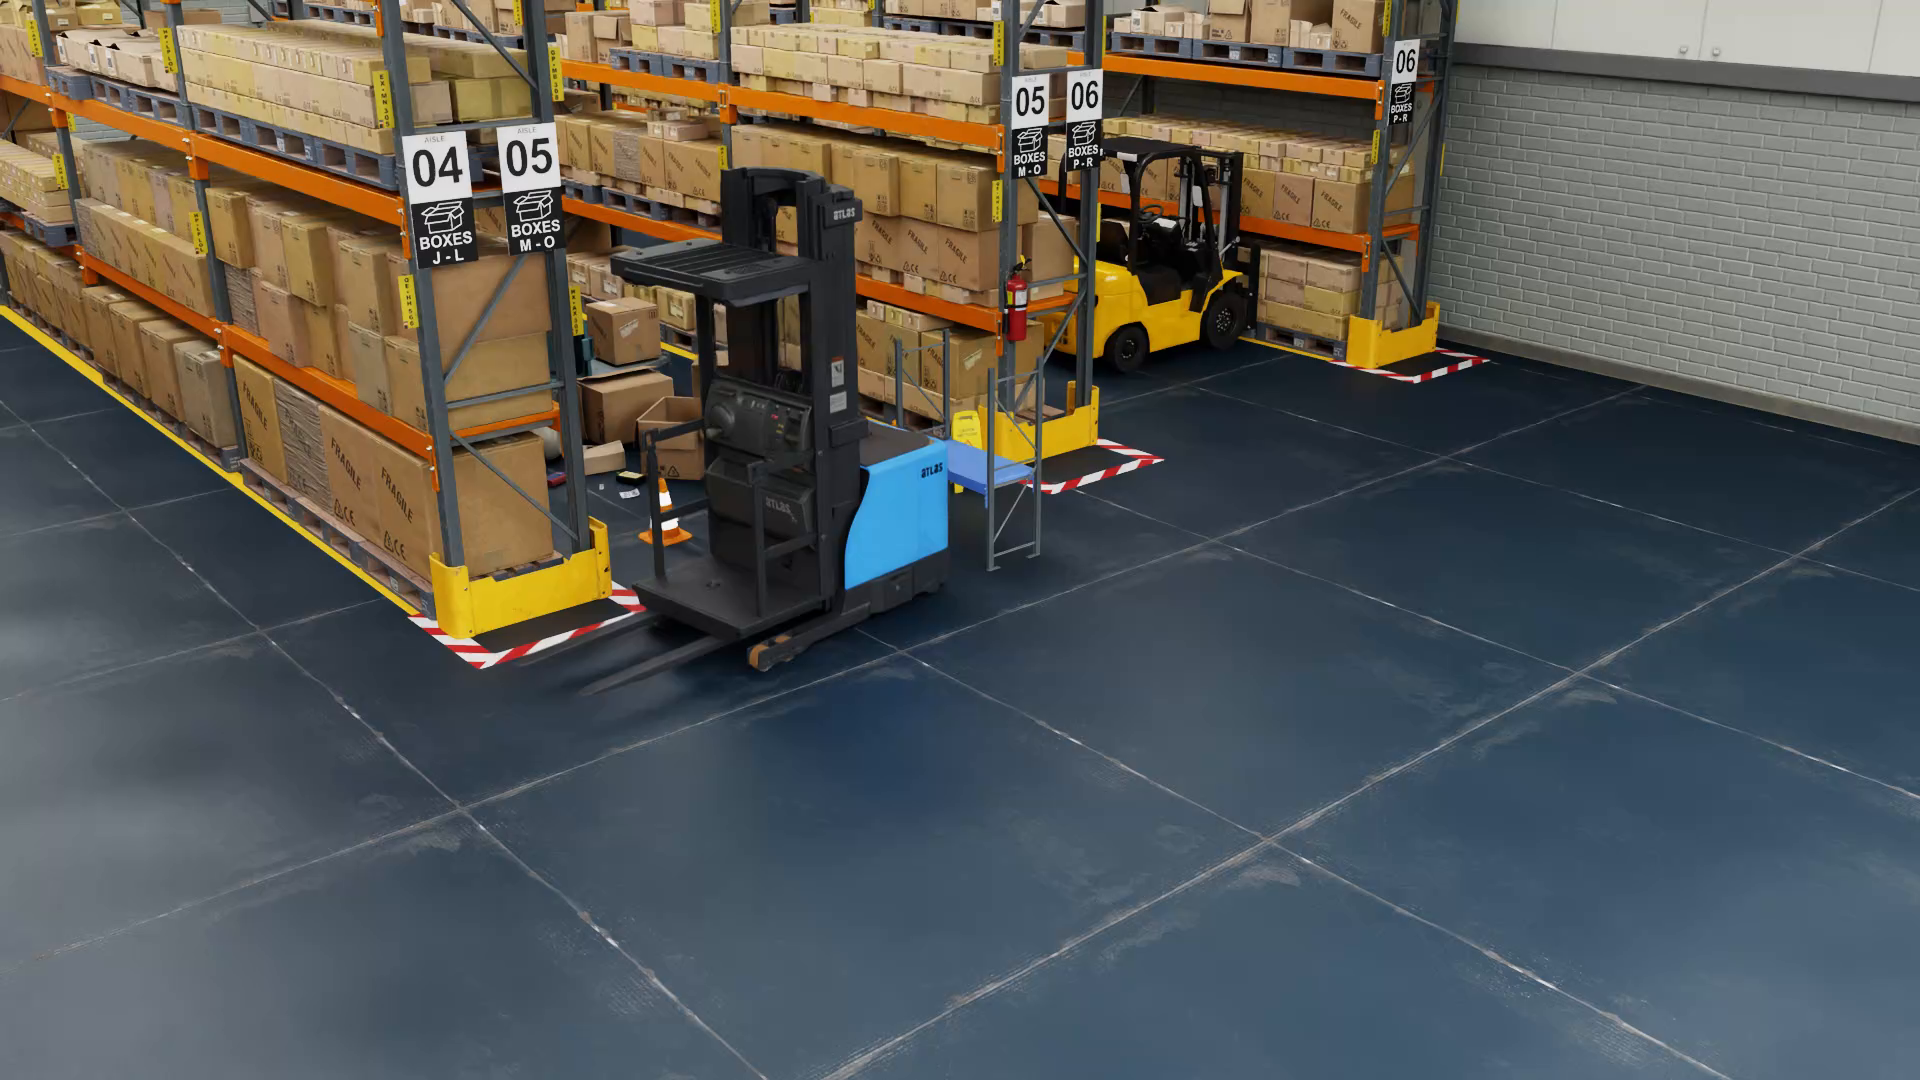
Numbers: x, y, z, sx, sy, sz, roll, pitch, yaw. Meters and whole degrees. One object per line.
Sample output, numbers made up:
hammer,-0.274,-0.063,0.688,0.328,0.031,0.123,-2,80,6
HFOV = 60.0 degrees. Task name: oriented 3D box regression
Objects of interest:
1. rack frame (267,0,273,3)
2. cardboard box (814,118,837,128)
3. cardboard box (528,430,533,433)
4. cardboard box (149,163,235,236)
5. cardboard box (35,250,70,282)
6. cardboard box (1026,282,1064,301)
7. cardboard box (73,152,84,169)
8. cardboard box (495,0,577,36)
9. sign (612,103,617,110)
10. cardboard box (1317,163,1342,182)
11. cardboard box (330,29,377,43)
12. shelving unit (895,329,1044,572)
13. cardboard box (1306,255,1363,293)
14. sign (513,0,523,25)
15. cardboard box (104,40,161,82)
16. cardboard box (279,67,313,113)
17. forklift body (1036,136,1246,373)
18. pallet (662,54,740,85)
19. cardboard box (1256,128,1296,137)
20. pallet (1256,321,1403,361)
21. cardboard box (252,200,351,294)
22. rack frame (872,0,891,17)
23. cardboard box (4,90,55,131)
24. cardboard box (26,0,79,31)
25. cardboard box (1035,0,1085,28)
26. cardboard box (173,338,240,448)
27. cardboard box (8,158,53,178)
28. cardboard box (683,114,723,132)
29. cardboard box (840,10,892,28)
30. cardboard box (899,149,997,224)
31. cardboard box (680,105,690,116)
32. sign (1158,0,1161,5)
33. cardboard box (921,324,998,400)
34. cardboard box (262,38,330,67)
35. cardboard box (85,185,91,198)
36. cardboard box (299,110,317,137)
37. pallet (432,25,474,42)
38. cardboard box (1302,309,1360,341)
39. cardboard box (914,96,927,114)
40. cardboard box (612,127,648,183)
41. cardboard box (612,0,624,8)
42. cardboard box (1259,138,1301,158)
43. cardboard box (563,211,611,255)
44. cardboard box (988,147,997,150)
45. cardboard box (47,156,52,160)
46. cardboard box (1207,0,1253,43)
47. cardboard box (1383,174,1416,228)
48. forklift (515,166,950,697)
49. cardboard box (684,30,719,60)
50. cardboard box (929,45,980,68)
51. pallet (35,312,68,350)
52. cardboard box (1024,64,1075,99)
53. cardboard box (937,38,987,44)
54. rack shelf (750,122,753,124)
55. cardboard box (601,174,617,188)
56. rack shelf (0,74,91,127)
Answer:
rack frame,-9.712,-9.353,24.025,1.000,3.000,0.127,-17,27,-37
cardboard box,-1.666,-5.872,22.993,0.500,0.250,0.500,-19,28,-40
cardboard box,-3.772,-0.691,13.558,0.500,0.500,0.500,-12,25,-28
cardboard box,-6.558,-2.967,14.439,0.700,0.500,0.500,-17,27,-37
cardboard box,-9.477,-2.932,17.679,0.500,0.250,0.500,-17,27,-36
cardboard box,0.667,-2.165,14.244,0.380,0.149,0.250,-17,27,-37
cardboard box,-9.188,-4.035,17.626,0.380,0.149,0.250,-16,27,-36
cardboard box,-4.850,-6.058,19.007,0.797,0.503,0.637,-20,29,-41
sign,-4.085,-4.983,19.615,0.100,0.325,0.005,-17,27,-37
cardboard box,3.862,-3.763,16.952,0.380,0.149,0.250,-17,27,-37
cardboard box,-4.260,-3.557,11.878,0.380,0.149,0.250,-18,28,-38
shelving unit,0.056,-0.675,12.150,0.538,1.500,1.048,-17,27,-37
cardboard box,3.953,-2.756,17.230,0.500,0.250,0.500,-16,27,-36
sign,-4.916,-5.894,18.488,0.100,0.325,0.005,-17,27,-37
cardboard box,-6.874,-4.067,14.051,0.500,0.311,0.500,-19,28,-39
cardboard box,-4.136,-2.986,10.967,0.500,0.250,0.500,-18,27,-38
forklift body,1.870,-3.016,17.236,2.313,2.155,1.214,-17,27,-37
pallet,-2.201,-4.749,16.641,1.213,0.211,1.003,-17,27,-37
cardboard box,3.445,-4.387,18.136,0.380,0.149,0.250,-17,27,-37
pallet,3.959,-2.225,17.874,1.003,0.211,1.213,-17,27,-37
cardboard box,-4.653,-2.194,12.287,0.875,0.550,0.550,-17,27,-37
rack frame,-0.732,-8.325,21.401,1.000,3.000,0.127,-17,27,-37
cardboard box,-10.895,-5.081,19.429,0.500,0.500,0.500,-17,27,-36
cardboard box,-8.635,-4.993,15.818,0.396,0.266,0.258,-17,27,-37
cardboard box,1.222,-6.166,19.410,0.500,0.311,0.500,-19,28,-39
cardboard box,-6.036,-1.336,14.291,1.050,0.750,0.750,-18,27,-38
cardboard box,-9.505,-3.808,17.047,0.380,0.149,0.250,-17,27,-37
cardboard box,-2.705,-4.417,17.637,0.380,0.149,0.250,-16,26,-35
cardboard box,-1.251,-6.943,22.190,0.500,0.250,0.500,-19,28,-39
cardboard box,-0.091,-3.020,14.167,0.700,0.500,0.500,-17,27,-37
cardboard box,-4.117,-6.681,25.773,0.380,0.149,0.250,-17,27,-36
sign,2.298,-6.234,19.356,0.100,0.325,0.005,-17,27,-37
cardboard box,0.012,-1.563,14.527,0.500,0.500,0.500,-17,27,-37
cardboard box,-4.425,-3.260,11.118,0.380,0.149,0.250,-17,27,-37
cardboard box,-9.018,-3.689,17.558,0.380,0.149,0.250,-16,27,-36
cardboard box,-4.090,-2.747,10.903,0.380,0.149,0.250,-18,28,-38
pallet,-5.683,-6.132,20.172,1.003,0.211,1.213,-16,26,-35
cardboard box,3.944,-2.292,17.416,0.500,0.250,0.500,-17,27,-37
cardboard box,-0.163,-3.679,13.996,0.380,0.149,0.250,-17,27,-37
cardboard box,-3.354,-4.123,17.777,0.500,0.500,0.500,-19,28,-39
cardboard box,-5.315,-8.574,26.492,0.380,0.149,0.250,-18,27,-38
cardboard box,3.360,-4.116,17.446,0.380,0.149,0.250,-17,27,-36
cardboard box,-4.878,-3.766,20.324,0.875,0.875,0.875,-18,28,-38
cardboard box,0.694,-4.948,20.523,0.500,0.250,0.500,-17,27,-36
cardboard box,-9.861,-4.186,18.420,0.380,0.149,0.250,-19,28,-39
cardboard box,3.071,-5.550,17.575,0.797,0.503,0.637,-16,27,-36
cardboard box,4.377,-3.571,17.352,0.500,0.500,0.500,-16,27,-36
forklift,-1.421,-0.751,10.383,1.130,2.935,3.031,18,28,38
cardboard box,-2.370,-4.894,16.382,0.500,0.250,0.500,-18,28,-38
cardboard box,-0.032,-3.960,13.619,0.380,0.149,0.250,-18,28,-38
pallet,-9.475,-2.398,18.317,1.003,0.211,1.213,-17,27,-37
cardboard box,0.606,-3.807,13.775,0.500,0.250,0.500,-18,28,-38
cardboard box,0.020,-4.219,14.281,0.380,0.149,0.250,-18,27,-38
rack shelf,-2.038,-5.750,24.037,1.077,0.370,4.000,-17,27,-37
cardboard box,-3.736,-3.992,18.333,0.380,0.149,0.250,-16,26,-34
rack shelf,-9.480,-4.757,17.391,1.077,0.370,4.000,-17,27,-37
